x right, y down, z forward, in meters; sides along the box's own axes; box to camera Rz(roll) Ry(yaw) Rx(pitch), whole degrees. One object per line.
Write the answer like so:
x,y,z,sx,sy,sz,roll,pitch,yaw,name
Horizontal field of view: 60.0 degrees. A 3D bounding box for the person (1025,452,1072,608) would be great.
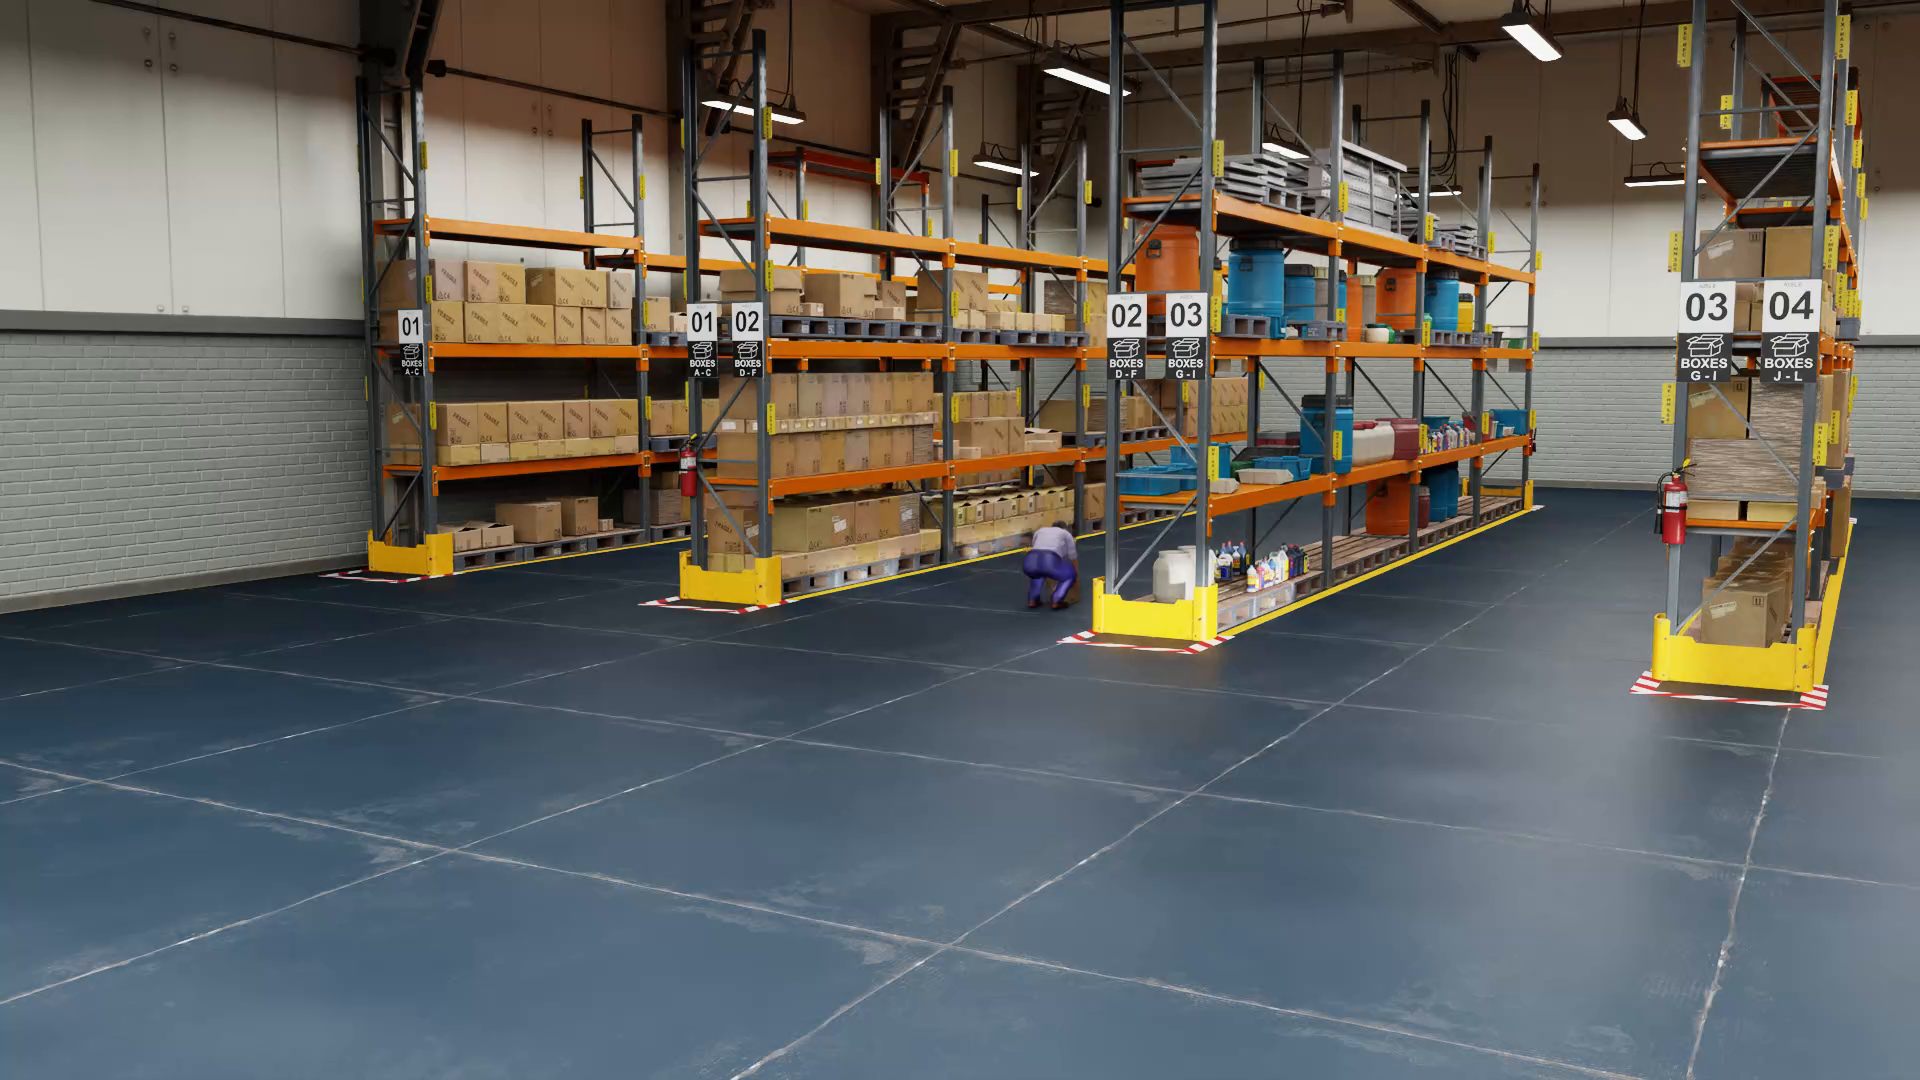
0.940,-0.110,17.531,0.435,1.646,0.525,3,7,28,person
